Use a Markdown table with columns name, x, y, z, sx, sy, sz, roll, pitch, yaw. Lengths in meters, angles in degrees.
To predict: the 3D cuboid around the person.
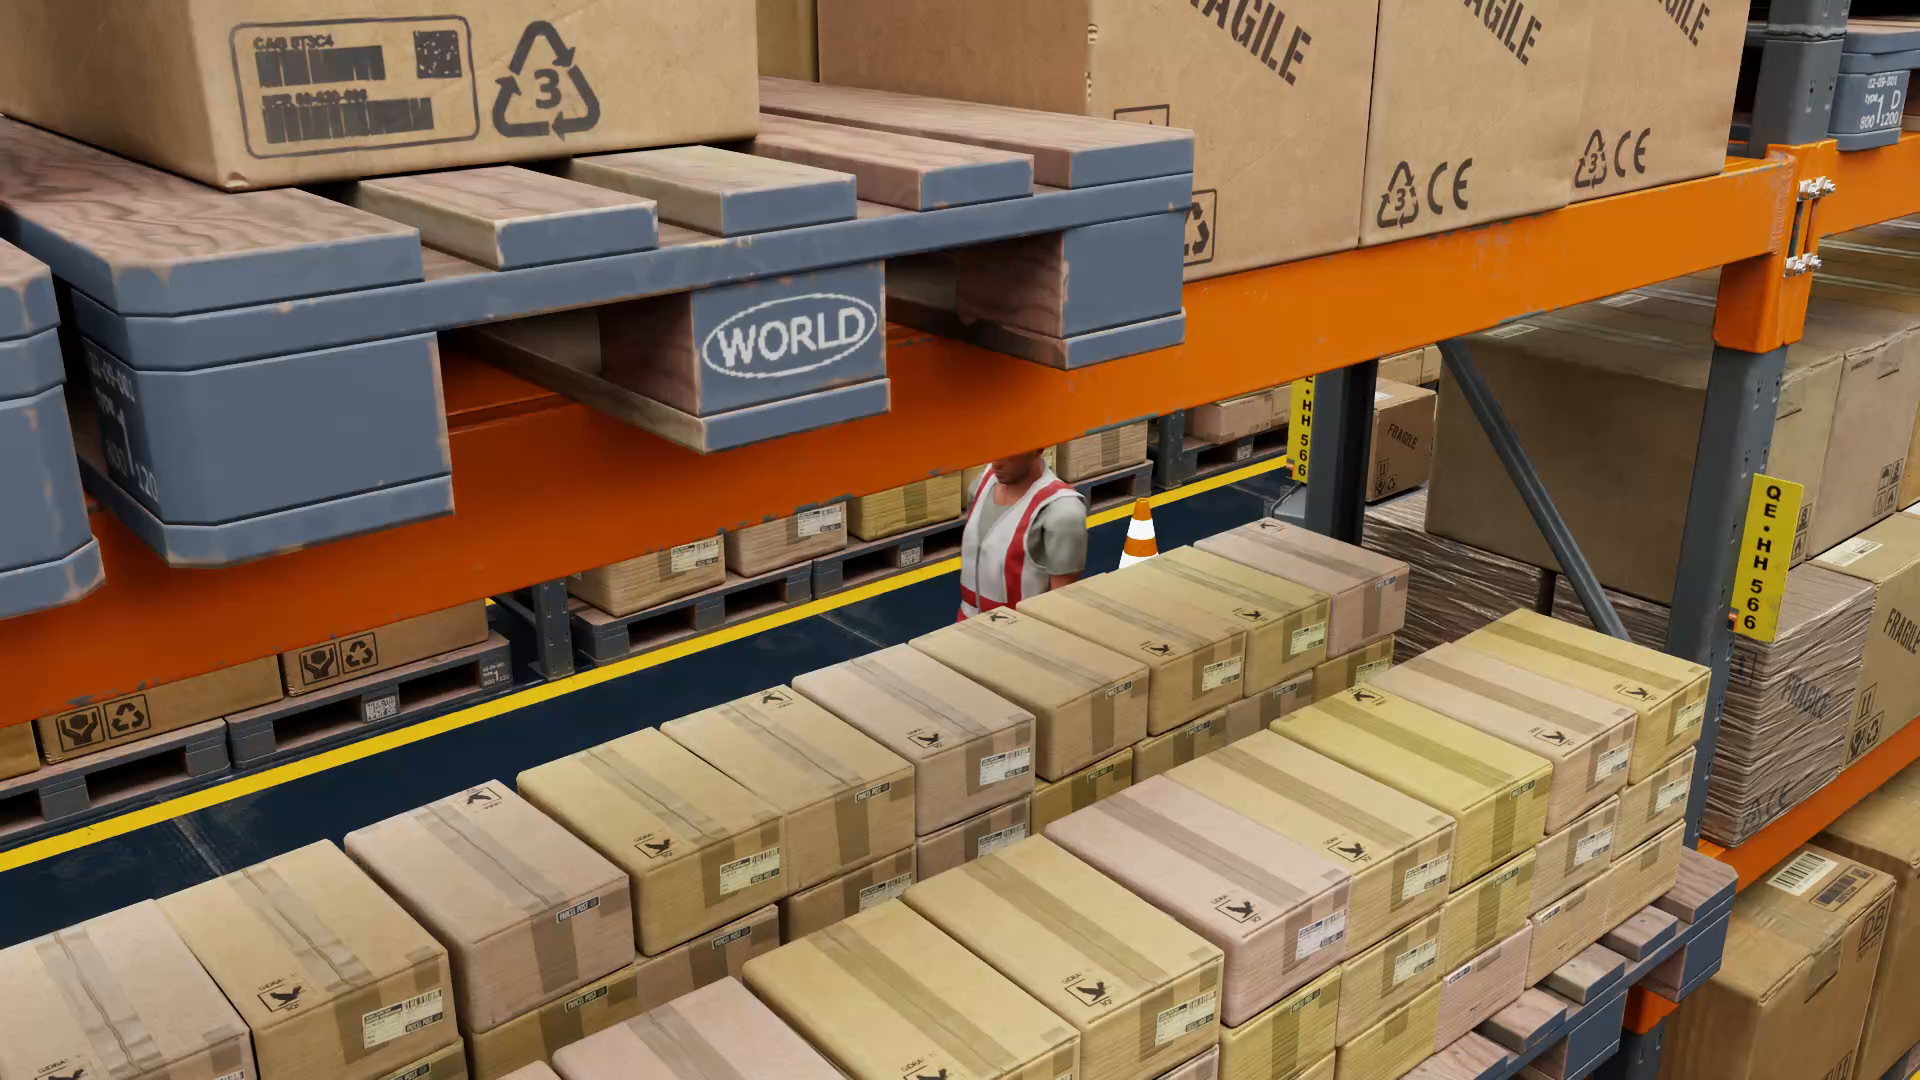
| name | x | y | z | sx | sy | sz | roll | pitch | yaw |
| --- | --- | --- | --- | --- | --- | --- | --- | --- | --- |
| person | 0.181 | 0.475 | 5.646 | 0.345 | 1.537 | 0.527 | -16 | 26 | -36 |
